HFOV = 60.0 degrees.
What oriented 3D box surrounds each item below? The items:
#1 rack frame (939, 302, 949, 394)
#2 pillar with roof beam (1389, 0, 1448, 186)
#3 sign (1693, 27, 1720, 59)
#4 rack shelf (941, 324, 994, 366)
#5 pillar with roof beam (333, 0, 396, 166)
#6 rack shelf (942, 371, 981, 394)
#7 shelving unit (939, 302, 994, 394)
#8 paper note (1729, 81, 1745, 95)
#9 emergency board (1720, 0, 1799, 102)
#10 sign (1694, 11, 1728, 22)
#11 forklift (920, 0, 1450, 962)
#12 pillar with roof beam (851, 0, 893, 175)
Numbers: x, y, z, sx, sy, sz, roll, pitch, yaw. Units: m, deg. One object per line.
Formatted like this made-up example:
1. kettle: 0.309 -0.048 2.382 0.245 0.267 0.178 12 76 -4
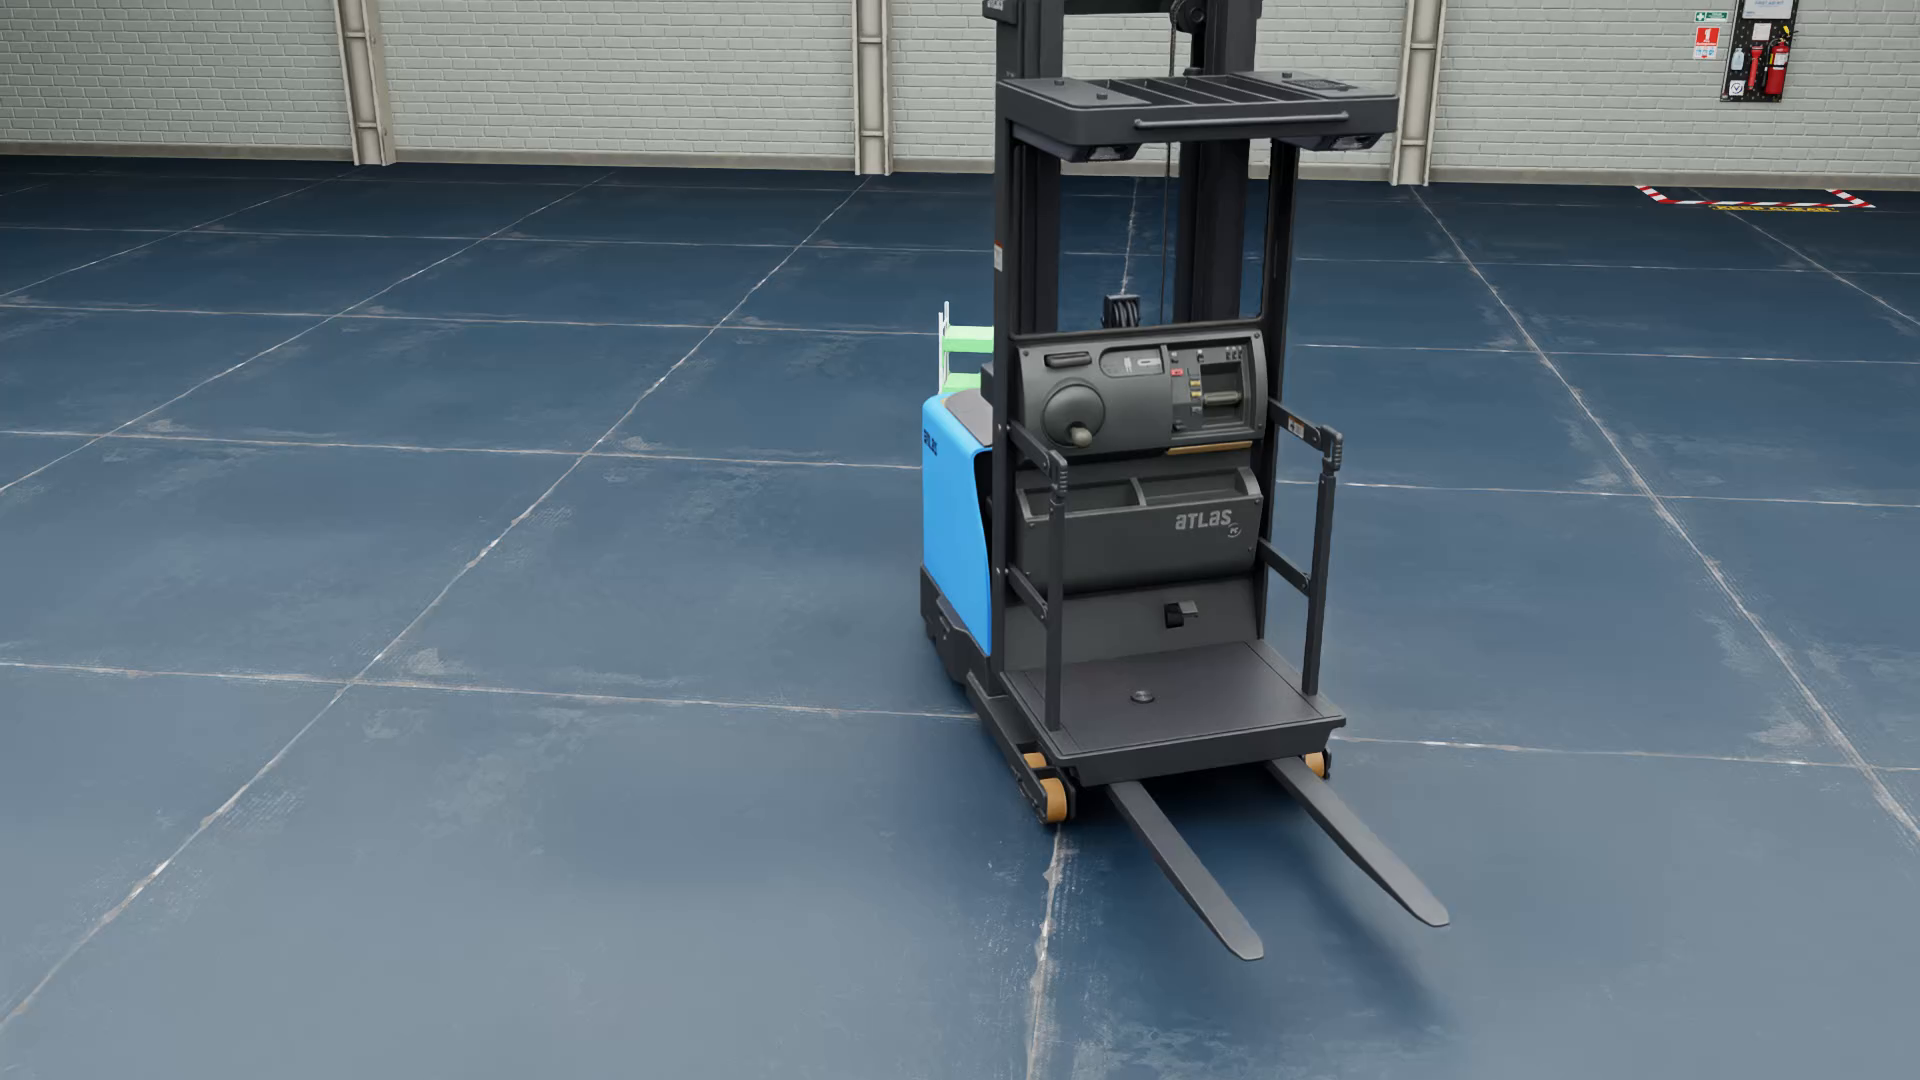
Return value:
1. rack frame: -0.078 -0.561 8.228 0.015 1.200 0.240 2 22 6
2. pillar with roof beam: 4.467 -6.571 12.822 0.400 9.000 9.100 2 22 6
3. sign: 7.945 -5.293 17.699 0.234 0.329 0.001 2 22 6
4. rack shelf: 0.164 -0.938 8.048 0.480 0.148 0.258 2 22 6
5. pillar with roof beam: -7.450 -7.091 14.135 0.400 9.000 9.100 2 22 6
6. rack shelf: 0.164 -0.715 8.136 0.480 0.148 0.258 2 22 6
7. shelving unit: 0.164 -0.551 8.201 0.503 1.200 0.258 2 22 6
8. paper note: 8.314 -4.838 17.794 0.142 0.148 0.016 2 22 6
9. emergency board: 8.482 -5.214 17.549 0.643 1.169 0.194 2 22 6
10. sign: 7.949 -5.536 17.592 0.331 0.109 0.001 2 22 6
11. forklift: 0.722 -0.516 5.759 1.130 2.935 3.031 -6 22 -15
12. pillar with roof beam: -1.492 -6.831 13.478 0.400 9.000 9.100 2 22 6
